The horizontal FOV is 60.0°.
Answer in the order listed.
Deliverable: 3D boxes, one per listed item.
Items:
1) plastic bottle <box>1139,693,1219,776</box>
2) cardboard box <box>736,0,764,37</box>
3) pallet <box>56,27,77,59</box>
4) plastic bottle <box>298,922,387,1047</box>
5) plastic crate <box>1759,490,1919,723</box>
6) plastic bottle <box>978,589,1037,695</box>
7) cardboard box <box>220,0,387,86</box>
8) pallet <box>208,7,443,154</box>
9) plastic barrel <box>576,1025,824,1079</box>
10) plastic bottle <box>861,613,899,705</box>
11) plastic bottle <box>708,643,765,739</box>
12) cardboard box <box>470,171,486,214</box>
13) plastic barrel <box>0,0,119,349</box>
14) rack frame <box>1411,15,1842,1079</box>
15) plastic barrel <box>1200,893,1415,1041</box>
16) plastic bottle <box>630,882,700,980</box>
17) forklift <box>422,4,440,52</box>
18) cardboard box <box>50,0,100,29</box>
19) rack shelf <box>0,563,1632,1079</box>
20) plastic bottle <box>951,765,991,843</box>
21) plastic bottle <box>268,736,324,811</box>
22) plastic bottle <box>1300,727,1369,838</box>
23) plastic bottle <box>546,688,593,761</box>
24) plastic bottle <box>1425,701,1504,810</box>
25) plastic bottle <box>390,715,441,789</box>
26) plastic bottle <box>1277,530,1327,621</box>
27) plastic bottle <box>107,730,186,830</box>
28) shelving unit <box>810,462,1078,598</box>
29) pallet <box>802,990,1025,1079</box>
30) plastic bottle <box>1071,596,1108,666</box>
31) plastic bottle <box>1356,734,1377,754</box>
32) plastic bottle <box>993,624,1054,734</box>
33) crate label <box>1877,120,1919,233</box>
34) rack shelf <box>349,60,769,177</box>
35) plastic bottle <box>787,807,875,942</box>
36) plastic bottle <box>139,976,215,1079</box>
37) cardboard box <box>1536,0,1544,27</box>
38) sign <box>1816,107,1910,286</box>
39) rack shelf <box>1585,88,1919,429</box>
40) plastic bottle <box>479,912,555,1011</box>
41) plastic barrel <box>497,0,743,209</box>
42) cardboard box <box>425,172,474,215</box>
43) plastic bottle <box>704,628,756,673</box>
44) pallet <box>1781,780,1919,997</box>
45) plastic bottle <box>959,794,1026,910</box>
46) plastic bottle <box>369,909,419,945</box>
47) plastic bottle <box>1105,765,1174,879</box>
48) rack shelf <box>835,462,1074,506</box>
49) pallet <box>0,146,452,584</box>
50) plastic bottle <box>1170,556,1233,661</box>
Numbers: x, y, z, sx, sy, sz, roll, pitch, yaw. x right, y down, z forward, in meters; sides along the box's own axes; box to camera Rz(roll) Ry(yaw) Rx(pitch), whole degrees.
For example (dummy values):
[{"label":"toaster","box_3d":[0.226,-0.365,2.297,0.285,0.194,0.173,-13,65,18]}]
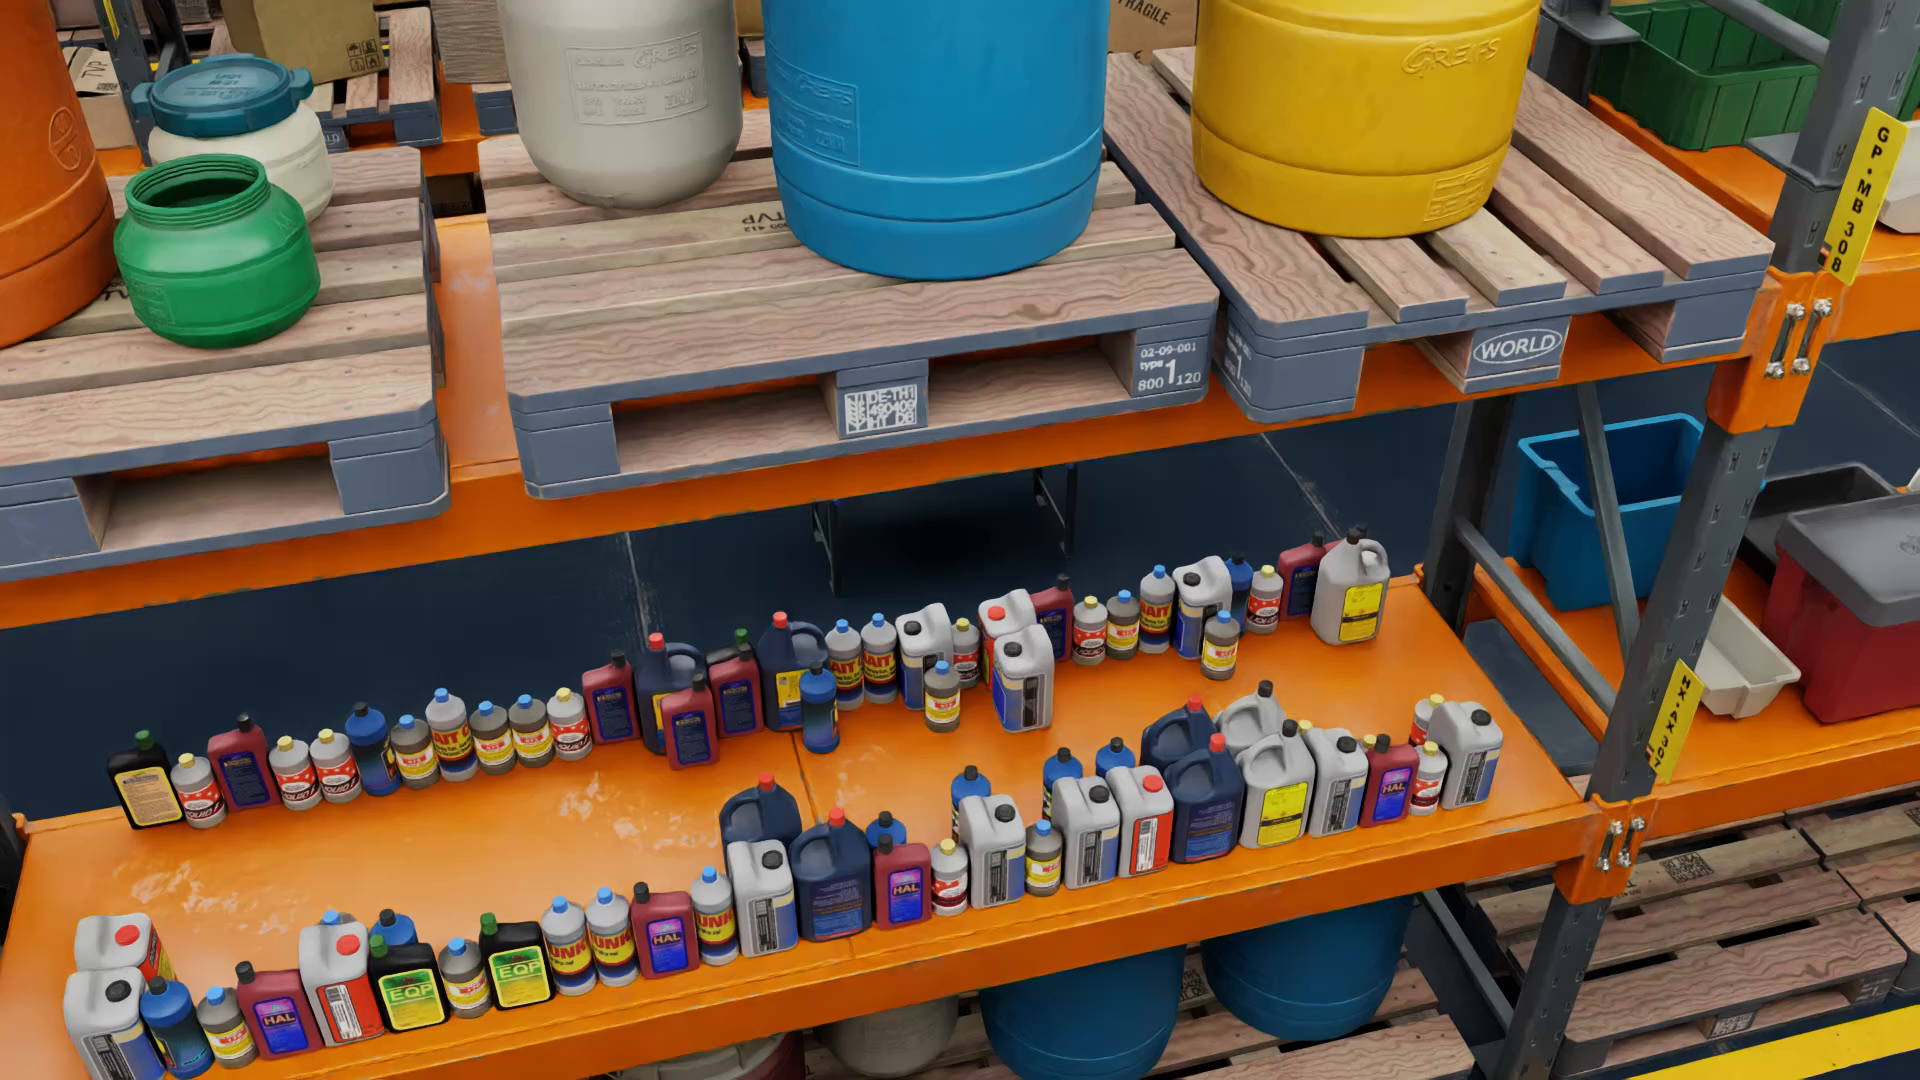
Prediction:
[{"label":"plastic bottle","box_3d":[0.548,0.526,4.134,0.185,0.351,0.144,-9,38,-12]},{"label":"cardboard box","box_3d":[-0.884,-2.799,8.012,0.500,0.500,0.700,-4,38,-5]},{"label":"pallet","box_3d":[-6.808,-3.532,11.693,1.213,0.211,1.003,-9,38,-12]},{"label":"plastic bottle","box_3d":[-1.346,0.955,3.635,0.135,0.276,0.152,-9,38,-12]},{"label":"plastic crate","box_3d":[2.494,0.180,4.443,0.583,0.464,0.402,-9,38,-12]},{"label":"plastic bottle","box_3d":[0.126,0.270,4.531,0.135,0.276,0.152,-9,38,-12]},{"label":"cardboard box","box_3d":[-3.004,-2.421,7.518,0.500,0.500,0.700,-23,43,-27]},{"label":"pallet","box_3d":[-2.947,-2.121,7.711,1.003,0.211,1.213,-9,38,-12]},{"label":"plastic barrel","box_3d":[-0.737,1.382,4.613,0.708,0.588,0.600,-9,38,-12]},{"label":"plastic bottle","box_3d":[-0.217,0.311,4.481,0.097,0.271,0.097,0,37,0]},{"label":"plastic bottle","box_3d":[-0.589,0.394,4.362,0.133,0.283,0.061,-9,38,-12]},{"label":"cardboard box","box_3d":[-2.241,-1.598,8.565,0.500,0.500,0.500,-11,39,-14]},{"label":"plastic barrel","box_3d":[-1.746,-0.759,2.606,0.708,0.830,0.600,-9,38,-12]},{"label":"rack frame","box_3d":[1.567,0.224,4.488,0.127,3.000,1.000,-9,38,-12]},{"label":"plastic barrel","box_3d":[1.037,0.967,4.899,0.708,0.901,0.600,-9,38,-12]},{"label":"plastic bottle","box_3d":[-0.666,0.869,3.742,0.133,0.283,0.061,-9,38,-12]},{"label":"forklift","box_3d":[-2.792,-4.111,10.212,1.130,2.935,3.031,-19,41,-23]},{"label":"cardboard box","box_3d":[-6.087,-3.977,11.676,0.500,0.500,0.700,-9,38,-12]},{"label":"rack shelf","box_3d":[-0.364,0.827,4.293,4.000,0.370,1.077,-9,38,-12]},{"label":"plastic bottle","box_3d":[0.026,0.653,4.034,0.097,0.271,0.097,0,37,0]},{"label":"plastic bottle","box_3d":[-1.677,0.578,4.189,0.097,0.201,0.097,0,37,0]},{"label":"plastic bottle","box_3d":[0.918,0.583,4.121,0.135,0.276,0.152,-9,38,-12]},{"label":"plastic bottle","box_3d":[-1.019,0.470,4.330,0.097,0.201,0.097,0,37,0]},{"label":"plastic bottle","box_3d":[1.270,0.525,4.197,0.135,0.276,0.152,-9,38,-12]},{"label":"plastic bottle","box_3d":[-1.395,0.532,4.249,0.097,0.201,0.097,0,37,0]},{"label":"plastic bottle","box_3d":[0.973,0.099,4.747,0.133,0.283,0.061,-9,38,-12]},{"label":"plastic bottle","box_3d":[-2.016,0.590,4.106,0.133,0.283,0.061,-9,38,-12]},{"label":"shelving unit","box_3d":[-0.082,-0.582,6.777,1.048,1.500,0.538,-9,38,-12]},{"label":"pallet","box_3d":[-0.369,1.625,4.952,1.213,0.211,1.003,-9,38,-12]},{"label":"plastic bottle","box_3d":[0.360,0.244,4.626,0.097,0.201,0.097,0,37,0]},{"label":"plastic bottle","box_3d":[1.021,0.575,4.193,0.097,0.201,0.097,0,37,0]},{"label":"plastic bottle","box_3d":[0.166,0.359,4.414,0.135,0.276,0.152,-9,38,-12]},{"label":"crate label","box_3d":[2.114,-0.771,3.537,0.466,0.136,0.293,-9,38,-12]},{"label":"rack shelf","box_3d":[-1.652,-2.080,8.092,4.000,0.370,1.077,-9,38,-12]},{"label":"plastic bottle","box_3d":[-0.299,0.756,3.834,0.185,0.351,0.144,-9,38,-12]},{"label":"plastic bottle","box_3d":[-1.674,1.027,3.544,0.097,0.271,0.097,0,37,0]},{"label":"cardboard box","box_3d":[2.796,-2.965,8.575,0.500,0.500,0.500,-9,38,-12]},{"label":"sign","box_3d":[1.708,-0.648,3.152,0.005,0.325,0.100,-9,38,-12]},{"label":"rack shelf","box_3d":[3.497,-0.998,4.210,4.000,0.370,1.077,-9,38,-12]},{"label":"plastic bottle","box_3d":[-0.982,0.921,3.674,0.133,0.283,0.061,-9,38,-12]},{"label":"plastic barrel","box_3d":[-0.623,-0.924,3.062,0.433,0.535,0.433,0,37,0]},{"label":"cardboard box","box_3d":[-2.688,-1.825,8.246,0.500,0.250,0.500,-8,38,-10]},{"label":"plastic bottle","box_3d":[-0.605,0.358,4.409,0.133,0.283,0.061,-9,38,-12]},{"label":"pallet","box_3d":[3.446,0.997,5.773,1.213,0.211,1.003,-9,38,-12]},{"label":"plastic bottle","box_3d":[0.077,0.721,3.941,0.135,0.276,0.152,-9,38,-12]},{"label":"plastic bottle","box_3d":[-1.243,0.919,3.686,0.097,0.271,0.097,0,37,0]},{"label":"plastic bottle","box_3d":[0.431,0.663,4.016,0.135,0.276,0.152,-9,38,-12]},{"label":"rack shelf","box_3d":[-0.082,-0.439,6.886,1.000,0.185,0.538,-9,38,-12]},{"label":"pallet","box_3d":[-1.531,-0.323,2.889,1.213,0.211,1.003,-9,38,-12]},{"label":"plastic bottle","box_3d":[0.667,0.181,4.647,0.135,0.276,0.152,-9,38,-12]}]
